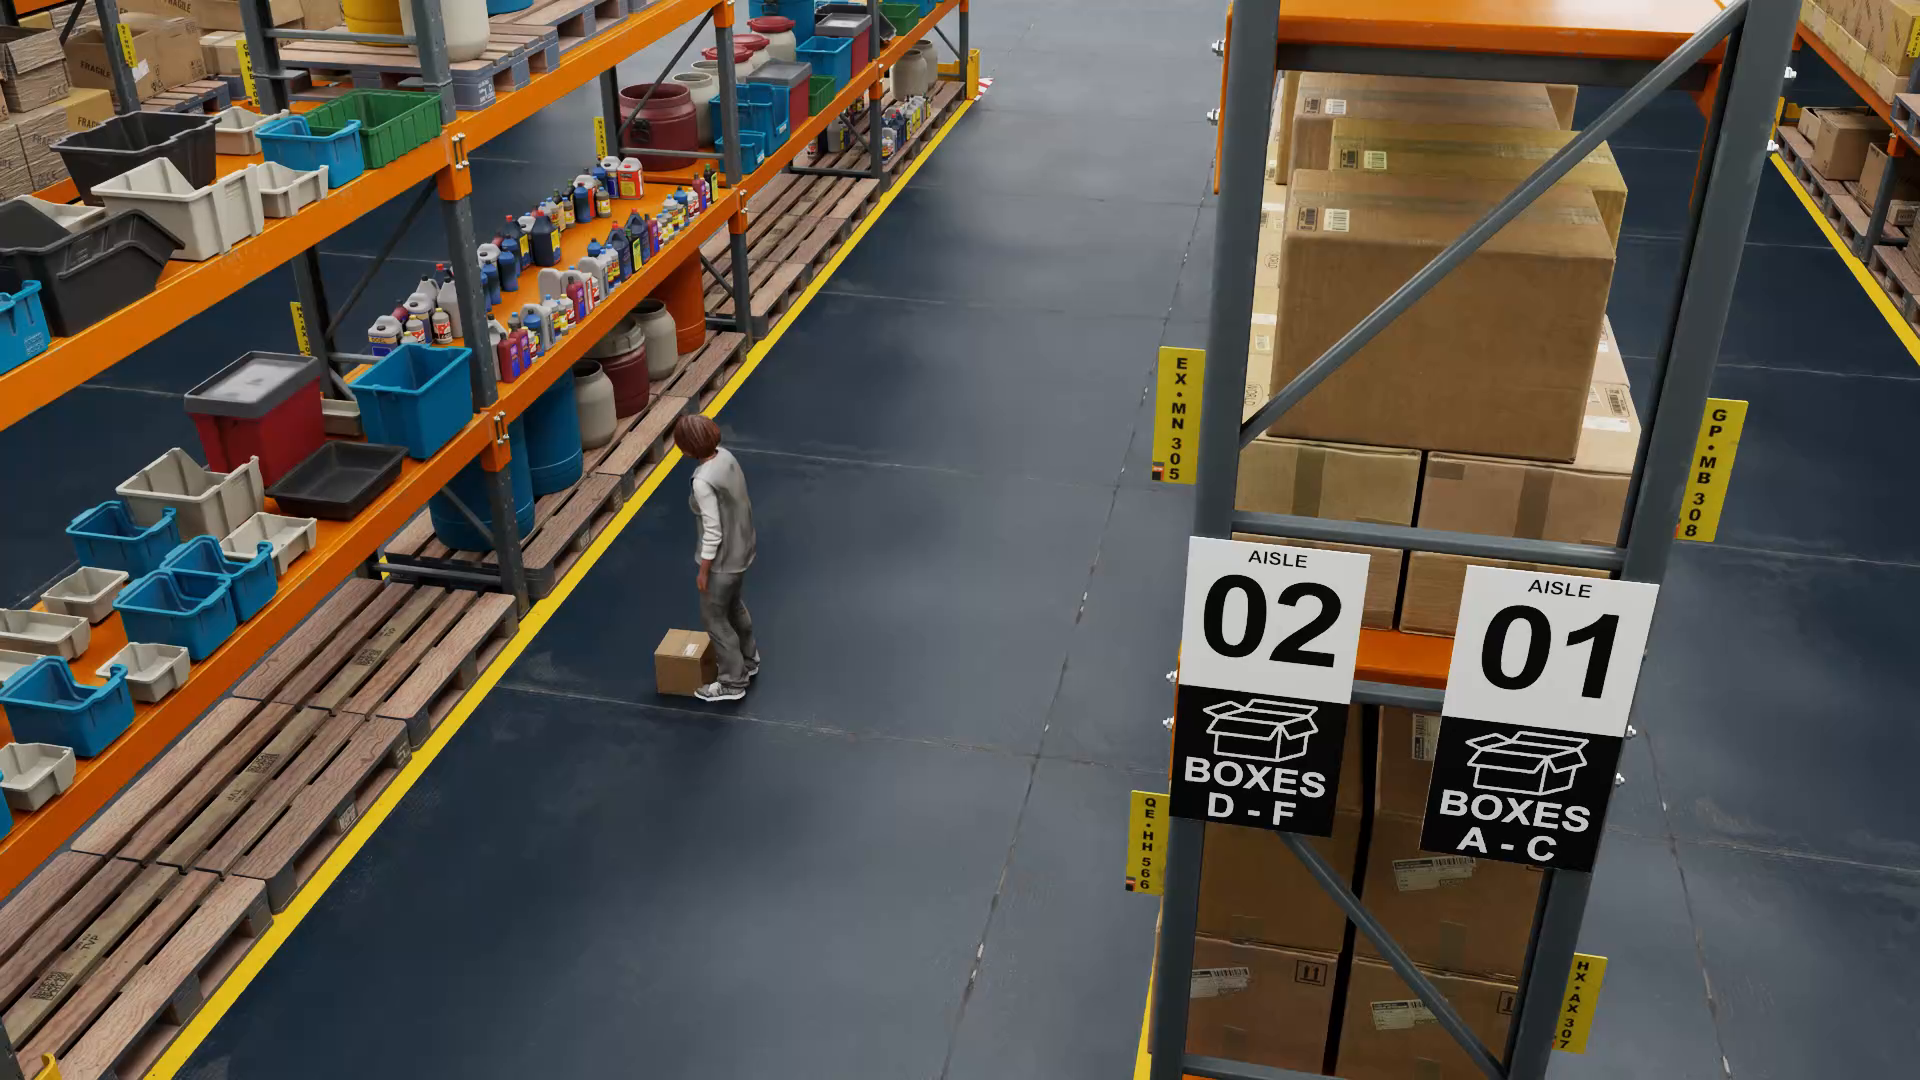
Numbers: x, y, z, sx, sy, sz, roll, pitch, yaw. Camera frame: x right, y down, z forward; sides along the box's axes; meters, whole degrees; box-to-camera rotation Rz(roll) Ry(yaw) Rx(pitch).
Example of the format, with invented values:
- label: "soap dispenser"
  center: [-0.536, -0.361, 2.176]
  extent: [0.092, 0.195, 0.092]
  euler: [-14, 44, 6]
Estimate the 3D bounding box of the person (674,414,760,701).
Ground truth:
- label: "person"
  center: [-1.217, 0.087, 8.460]
  extent: [0.349, 1.593, 0.473]
  euler: [5, 30, 10]
